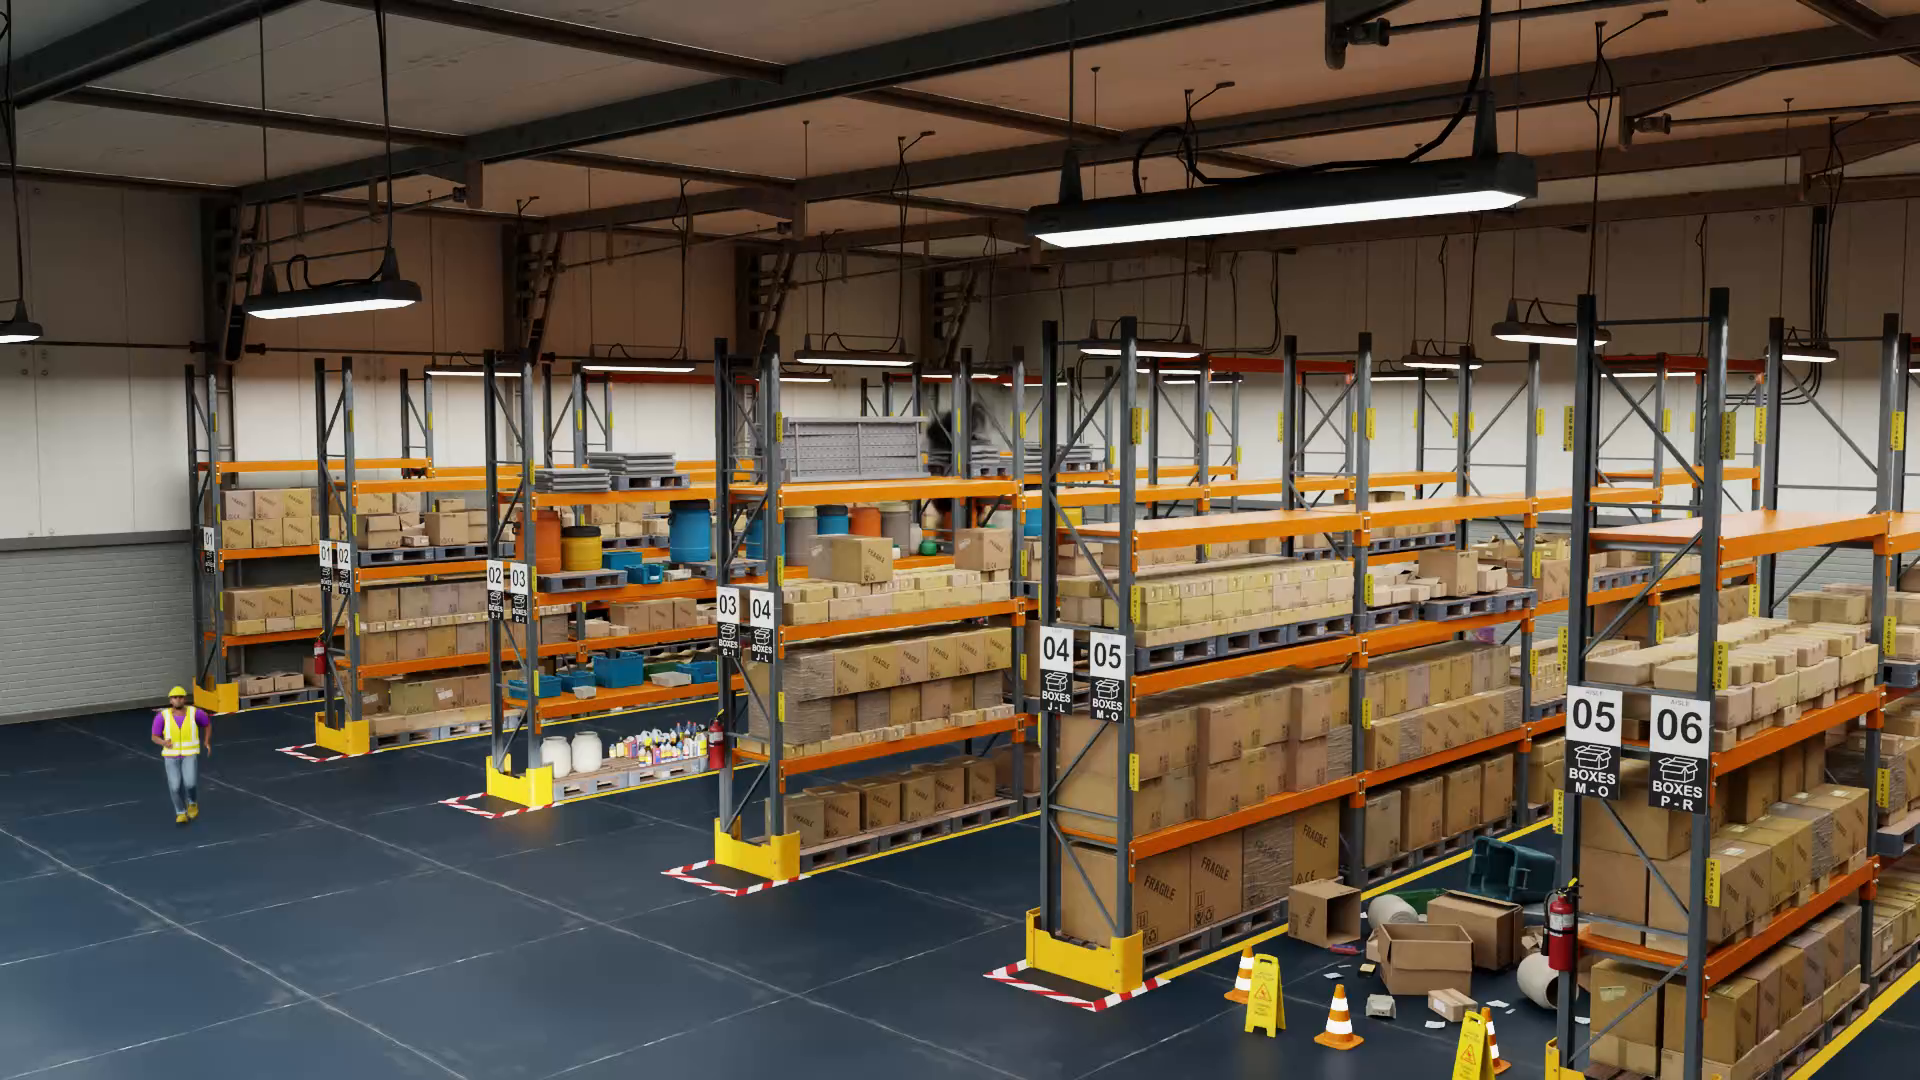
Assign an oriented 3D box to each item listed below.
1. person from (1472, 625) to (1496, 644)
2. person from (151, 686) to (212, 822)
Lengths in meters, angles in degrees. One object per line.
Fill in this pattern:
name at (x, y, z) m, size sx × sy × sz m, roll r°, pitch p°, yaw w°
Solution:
person at (9.838, 2.002, 31.285) m, size 0.514 × 1.584 × 0.983 m, roll -1°, pitch 5°, yaw -14°
person at (-9.745, 2.696, 20.803) m, size 0.672 × 1.725 × 0.613 m, roll -2°, pitch 5°, yaw -21°
